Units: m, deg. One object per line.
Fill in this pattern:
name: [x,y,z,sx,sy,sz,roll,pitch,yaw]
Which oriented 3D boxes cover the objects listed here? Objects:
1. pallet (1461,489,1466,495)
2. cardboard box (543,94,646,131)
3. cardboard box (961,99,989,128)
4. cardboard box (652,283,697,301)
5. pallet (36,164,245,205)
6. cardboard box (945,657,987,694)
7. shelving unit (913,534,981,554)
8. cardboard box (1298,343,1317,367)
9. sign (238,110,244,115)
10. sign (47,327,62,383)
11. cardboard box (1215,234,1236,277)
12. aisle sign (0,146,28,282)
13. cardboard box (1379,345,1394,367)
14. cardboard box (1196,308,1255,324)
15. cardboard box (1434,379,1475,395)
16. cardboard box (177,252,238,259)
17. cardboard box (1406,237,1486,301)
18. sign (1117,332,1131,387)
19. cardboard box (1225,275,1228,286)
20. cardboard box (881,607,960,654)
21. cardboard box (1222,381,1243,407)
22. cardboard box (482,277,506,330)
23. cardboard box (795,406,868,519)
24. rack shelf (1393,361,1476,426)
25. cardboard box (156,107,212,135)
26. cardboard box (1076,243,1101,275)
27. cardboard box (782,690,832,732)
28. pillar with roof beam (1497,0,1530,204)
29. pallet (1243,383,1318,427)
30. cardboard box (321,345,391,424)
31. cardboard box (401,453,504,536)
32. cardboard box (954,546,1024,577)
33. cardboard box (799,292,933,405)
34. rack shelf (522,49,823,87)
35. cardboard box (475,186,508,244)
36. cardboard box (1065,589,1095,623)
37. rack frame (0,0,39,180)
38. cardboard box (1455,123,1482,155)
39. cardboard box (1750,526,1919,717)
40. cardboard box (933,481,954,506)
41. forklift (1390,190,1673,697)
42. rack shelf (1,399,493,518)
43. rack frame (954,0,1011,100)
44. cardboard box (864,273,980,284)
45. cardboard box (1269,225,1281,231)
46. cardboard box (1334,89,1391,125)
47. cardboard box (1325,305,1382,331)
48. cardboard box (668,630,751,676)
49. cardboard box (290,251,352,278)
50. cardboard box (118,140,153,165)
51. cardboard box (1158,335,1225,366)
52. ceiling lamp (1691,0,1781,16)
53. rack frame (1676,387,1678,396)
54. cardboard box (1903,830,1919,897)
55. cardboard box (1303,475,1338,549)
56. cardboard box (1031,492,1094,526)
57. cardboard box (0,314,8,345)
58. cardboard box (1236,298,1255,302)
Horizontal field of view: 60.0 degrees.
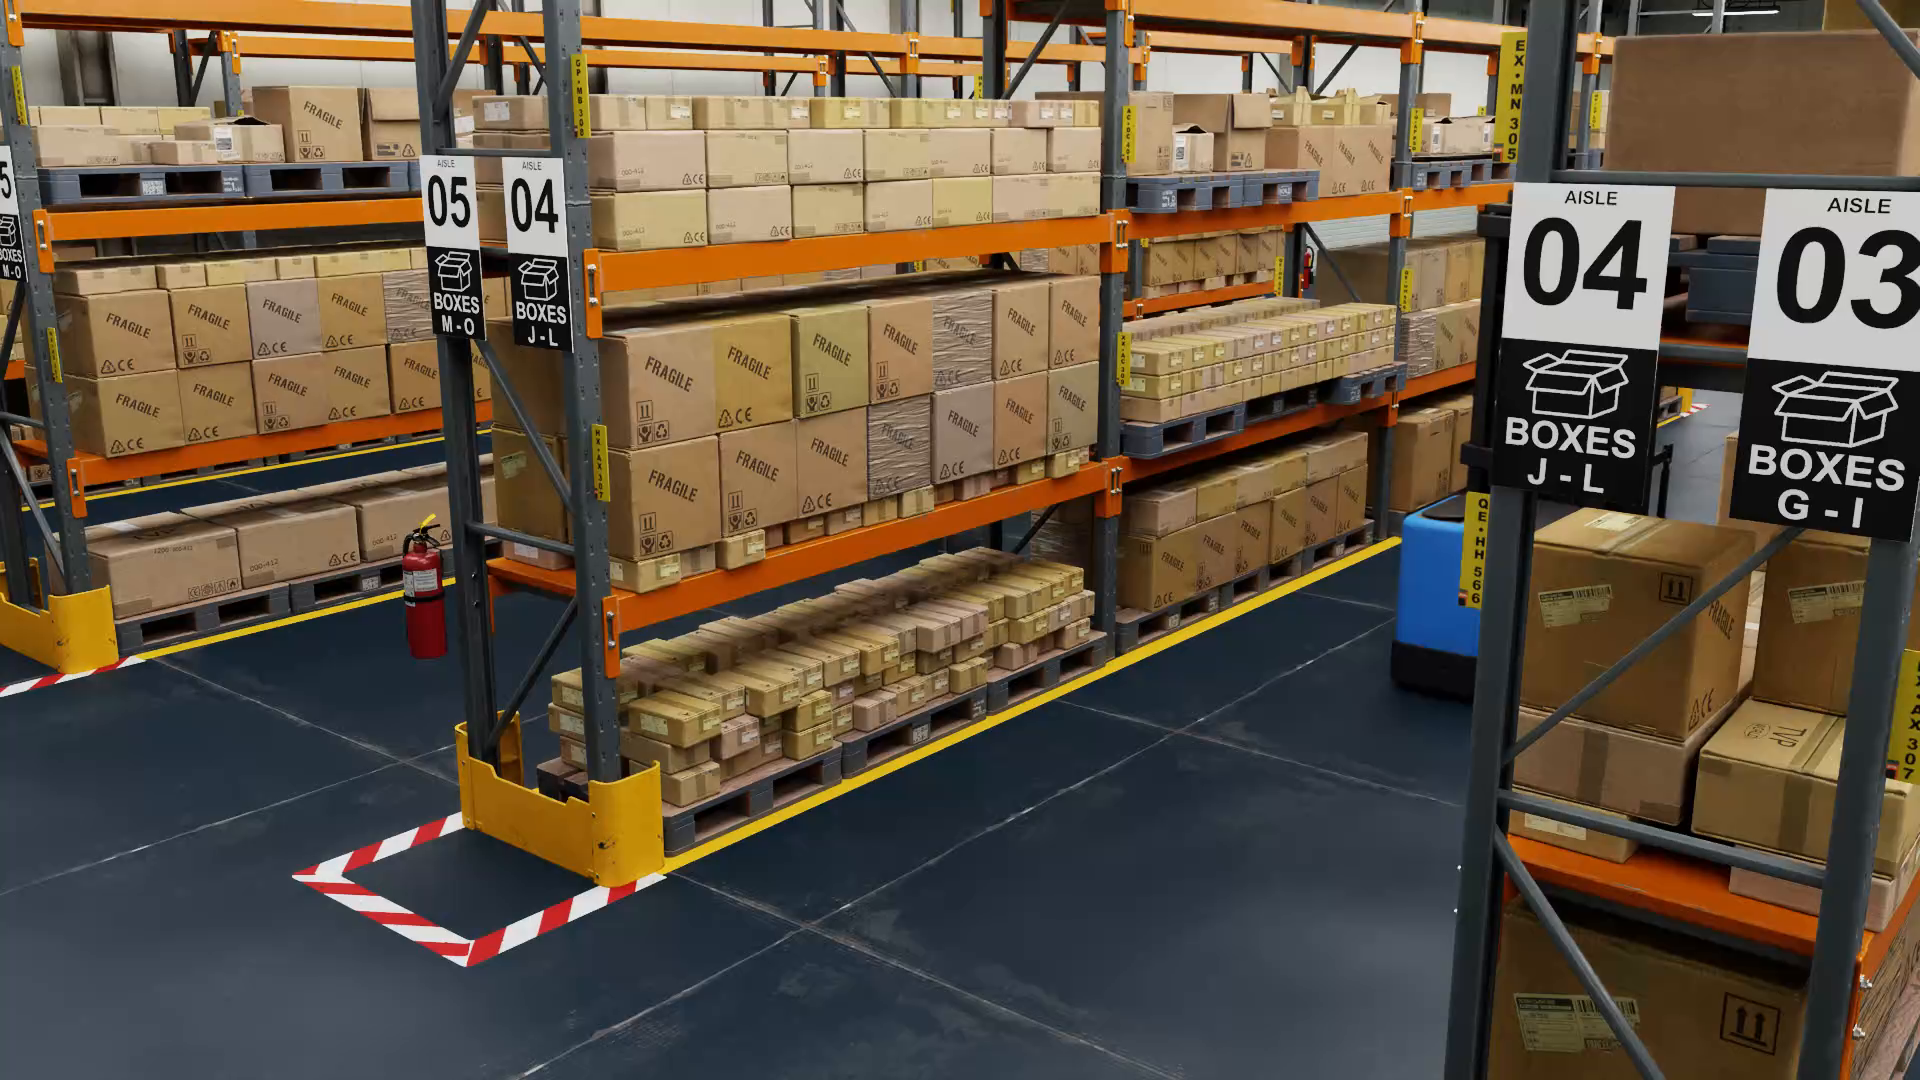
pallet: [4.398,-0.545,15.339,1.003,0.211,1.213,11,18,38]
cardboard box: [-1.570,-1.836,7.144,0.380,0.149,0.250,11,18,37]
cardboard box: [-0.070,-2.272,8.861,0.380,0.149,0.250,10,18,35]
cardboard box: [-2.552,-2.180,13.877,0.500,0.500,0.500,11,18,37]
pallet: [-5.407,-2.294,10.647,1.003,0.211,1.213,11,18,38]
cardboard box: [-0.069,0.746,9.532,0.380,0.149,0.250,11,18,37]
shelving unit: [-0.104,-0.986,13.240,0.431,2.100,0.503,11,18,38]
cardboard box: [2.312,-1.338,11.850,0.380,0.149,0.250,12,18,39]
sign: [-6.787,-3.894,15.718,0.100,0.325,0.005,11,18,38]
sign: [-5.437,-1.110,9.981,0.100,0.325,0.005,11,18,38]
cardboard box: [3.096,-3.565,20.755,0.500,0.500,0.500,12,18,38]
aisle sign: [-5.684,-1.940,9.889,0.394,0.787,0.004,11,18,38]
cardboard box: [3.125,-1.441,12.859,0.380,0.149,0.250,12,18,38]
cardboard box: [1.976,-1.635,12.416,0.380,0.149,0.250,12,19,40]
cardboard box: [4.662,-1.087,15.524,1.050,0.750,0.750,11,18,38]
cardboard box: [-5.147,-1.882,11.387,0.380,0.149,0.250,11,18,37]
cardboard box: [4.326,-2.435,14.884,0.700,0.500,0.500,11,18,37]
sign: [0.990,-1.095,10.084,0.100,0.325,0.005,11,18,38]
cardboard box: [3.147,-3.287,20.980,0.380,0.149,0.250,11,18,38]
cardboard box: [-0.221,0.501,9.287,0.380,0.149,0.250,10,18,36]
cardboard box: [1.657,-0.994,11.099,0.380,0.149,0.250,11,18,38]
cardboard box: [-3.758,-1.809,12.418,0.500,0.500,0.500,11,18,37]
cardboard box: [-0.820,-0.426,8.402,0.500,0.500,0.500,12,18,38]
rack shelf: [4.334,-1.559,15.128,1.077,0.370,4.000,11,18,38]
cardboard box: [-7.344,-3.906,15.500,0.500,0.250,0.500,11,18,38]
cardboard box: [1.255,-3.214,18.523,0.500,0.500,0.500,11,18,38]
cardboard box: [-0.875,0.845,8.539,0.380,0.149,0.250,12,19,39]
pillar with roof beam: [17.622,-11.414,40.278,9.100,9.000,0.548,11,18,38]
pallet: [1.865,-1.046,12.038,1.003,0.211,1.213,11,18,38]
cardboard box: [-4.408,-1.129,11.773,0.500,0.500,0.500,12,19,39]
cardboard box: [-3.829,-0.363,13.311,0.875,0.438,0.875,11,18,37]
cardboard box: [0.185,0.165,10.608,0.380,0.149,0.250,12,19,40]
cardboard box: [-0.488,-1.006,8.654,0.500,0.500,0.500,11,18,36]
rack shelf: [-3.443,-5.787,20.398,1.077,0.370,4.000,11,18,38]
cardboard box: [-1.871,-1.501,7.654,0.500,0.250,0.500,11,18,36]
cardboard box: [0.612,0.385,10.347,0.380,0.149,0.250,12,18,39]
rack frame: [-5.865,-3.647,9.701,1.000,3.000,0.127,11,18,38]
cardboard box: [4.018,-3.358,13.906,0.500,0.250,0.500,12,18,39]
cardboard box: [2.669,0.214,4.867,0.500,0.500,0.500,11,18,36]
cardboard box: [-0.256,-0.295,9.201,0.380,0.149,0.250,11,18,37]
forklift: [3.911,-0.729,10.541,1.130,2.935,3.031,11,18,37]
rack shelf: [-4.608,-0.773,12.036,1.077,0.370,4.000,11,18,38]
rack frame: [0.328,-7.478,24.784,1.000,3.000,0.127,11,18,38]
cardboard box: [-0.224,-1.285,9.752,0.500,0.500,0.500,11,18,36]
cardboard box: [3.716,-4.253,21.434,0.700,0.500,0.500,11,18,38]
cardboard box: [3.025,-3.280,12.592,0.396,0.266,0.258,11,18,38]
cardboard box: [2.966,-1.682,12.601,0.380,0.149,0.250,11,18,37]
cardboard box: [-1.337,0.609,8.864,0.380,0.149,0.250,10,18,35]
cardboard box: [-4.419,-1.902,11.467,0.380,0.149,0.250,11,18,36]
cardboard box: [-5.451,-2.516,10.796,0.380,0.149,0.250,10,17,33]
cardboard box: [1.502,-1.236,10.844,0.380,0.149,0.250,11,18,38]
ceiling lamp: [19.311,-14.584,40.899,2.000,3.185,0.800,11,18,38]
rack frame: [8.105,-3.056,19.562,1.000,3.000,0.127,11,18,38]
cardboard box: [2.483,0.850,4.695,0.380,0.149,0.250,11,18,37]
cardboard box: [2.538,-0.251,12.743,0.500,0.500,0.500,12,19,40]
cardboard box: [0.835,-0.296,11.395,0.500,0.250,0.500,11,18,36]
cardboard box: [-8.600,-1.817,14.385,0.500,0.250,0.500,11,18,36]
cardboard box: [3.552,-3.030,21.348,0.380,0.149,0.250,12,18,38]
